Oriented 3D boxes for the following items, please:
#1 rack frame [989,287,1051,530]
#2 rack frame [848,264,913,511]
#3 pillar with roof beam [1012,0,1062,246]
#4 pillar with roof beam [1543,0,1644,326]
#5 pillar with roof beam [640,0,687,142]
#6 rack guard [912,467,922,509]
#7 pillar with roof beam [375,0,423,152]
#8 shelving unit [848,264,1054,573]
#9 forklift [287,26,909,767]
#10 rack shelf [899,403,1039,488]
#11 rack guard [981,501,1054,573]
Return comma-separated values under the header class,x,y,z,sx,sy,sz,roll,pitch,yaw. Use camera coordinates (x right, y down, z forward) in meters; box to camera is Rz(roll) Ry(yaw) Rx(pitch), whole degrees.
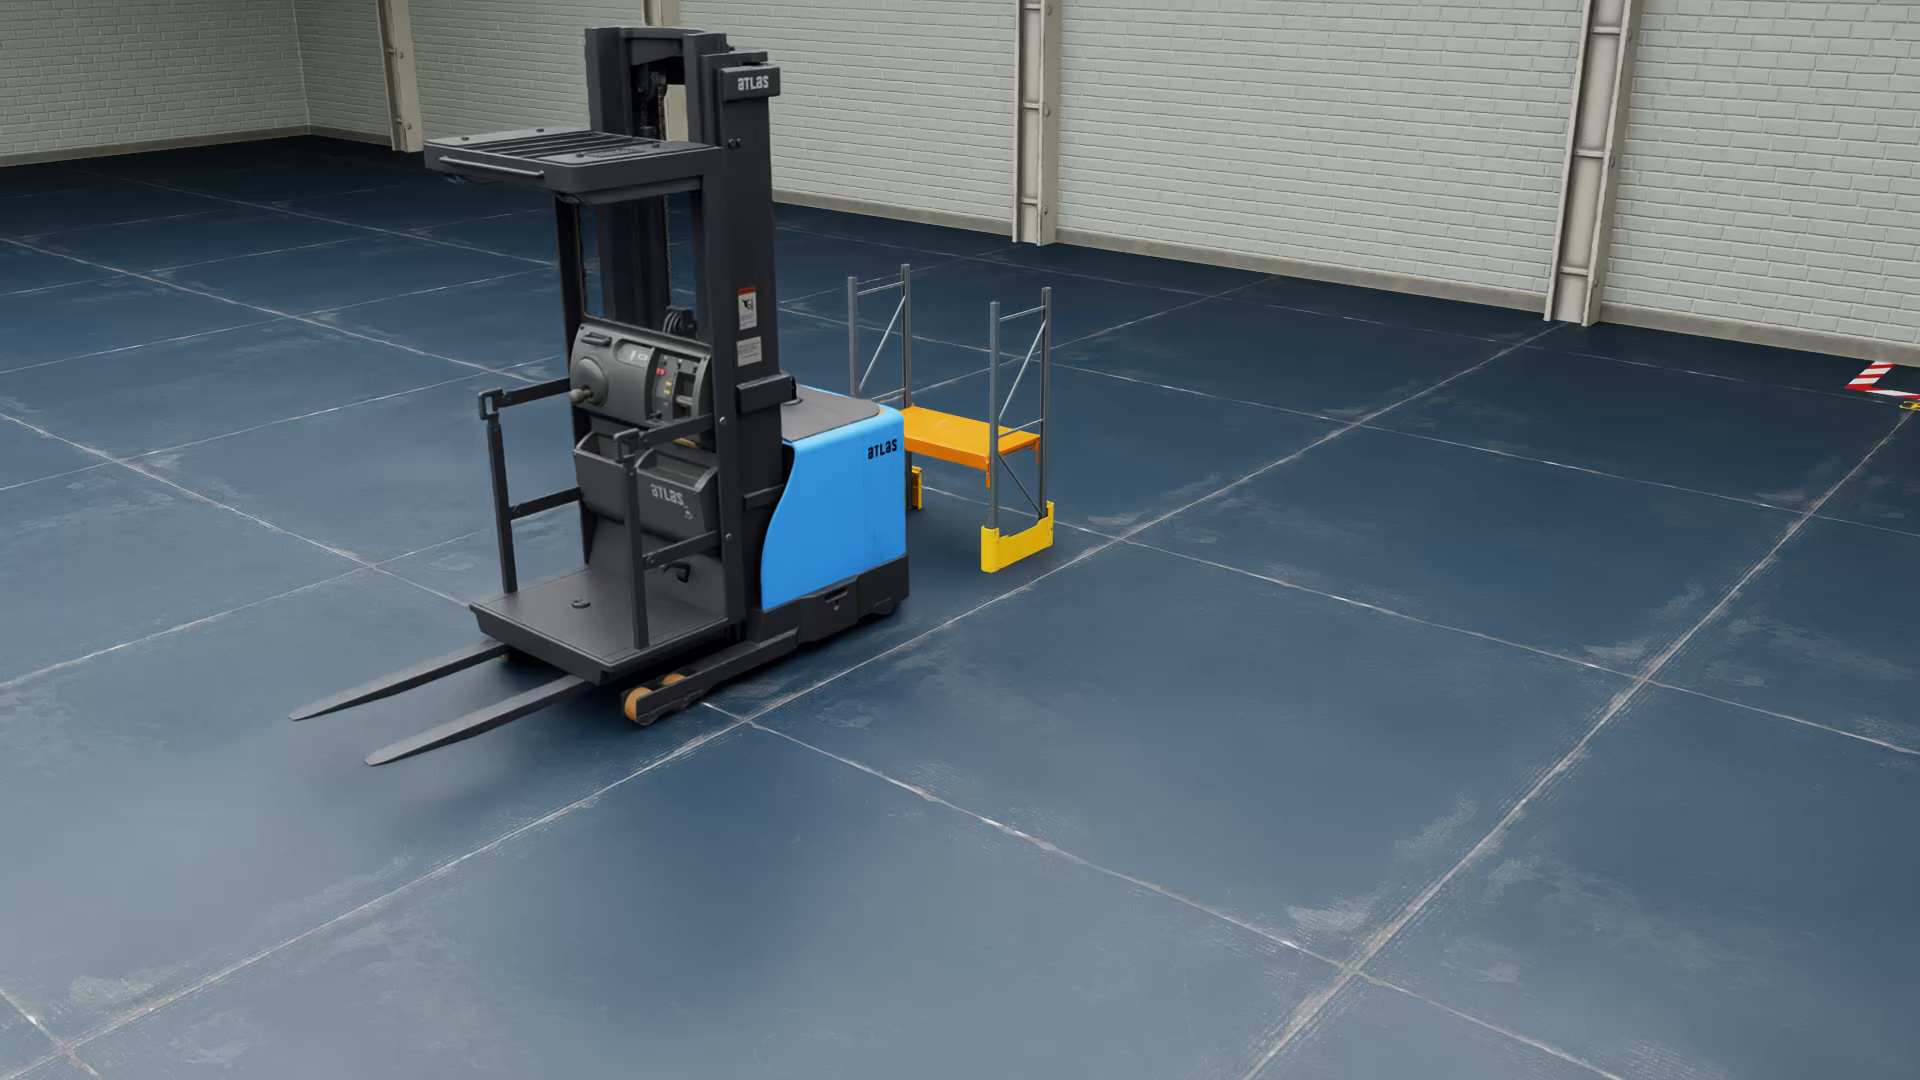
class,x,y,z,sx,sy,sz,roll,pitch,yaw
rack frame,0.328,-0.607,9.153,0.032,1.500,0.500,16,26,36
rack frame,-0.460,-0.834,9.755,0.032,1.500,0.500,16,26,36
pillar with roof beam,-1.895,-6.341,13.729,0.400,9.000,9.100,16,26,36
pillar with roof beam,2.753,-5.002,10.179,0.400,9.000,9.100,16,26,36
pillar with roof beam,-6.544,-7.679,17.279,0.400,9.000,9.100,16,26,36
rack guard,-0.445,-0.245,9.964,0.087,0.250,0.587,16,26,36
pillar with roof beam,-11.192,-9.018,20.829,0.400,9.000,9.100,16,26,36
shelving unit,-0.059,-0.719,9.449,1.083,1.500,0.587,16,26,36
forklift,-1.612,-0.741,7.480,1.130,2.935,3.031,17,27,38
rack shelf,-0.066,-0.552,9.517,1.000,0.185,0.538,16,26,36
rack guard,0.327,-0.023,9.375,0.087,0.250,0.587,16,26,36
